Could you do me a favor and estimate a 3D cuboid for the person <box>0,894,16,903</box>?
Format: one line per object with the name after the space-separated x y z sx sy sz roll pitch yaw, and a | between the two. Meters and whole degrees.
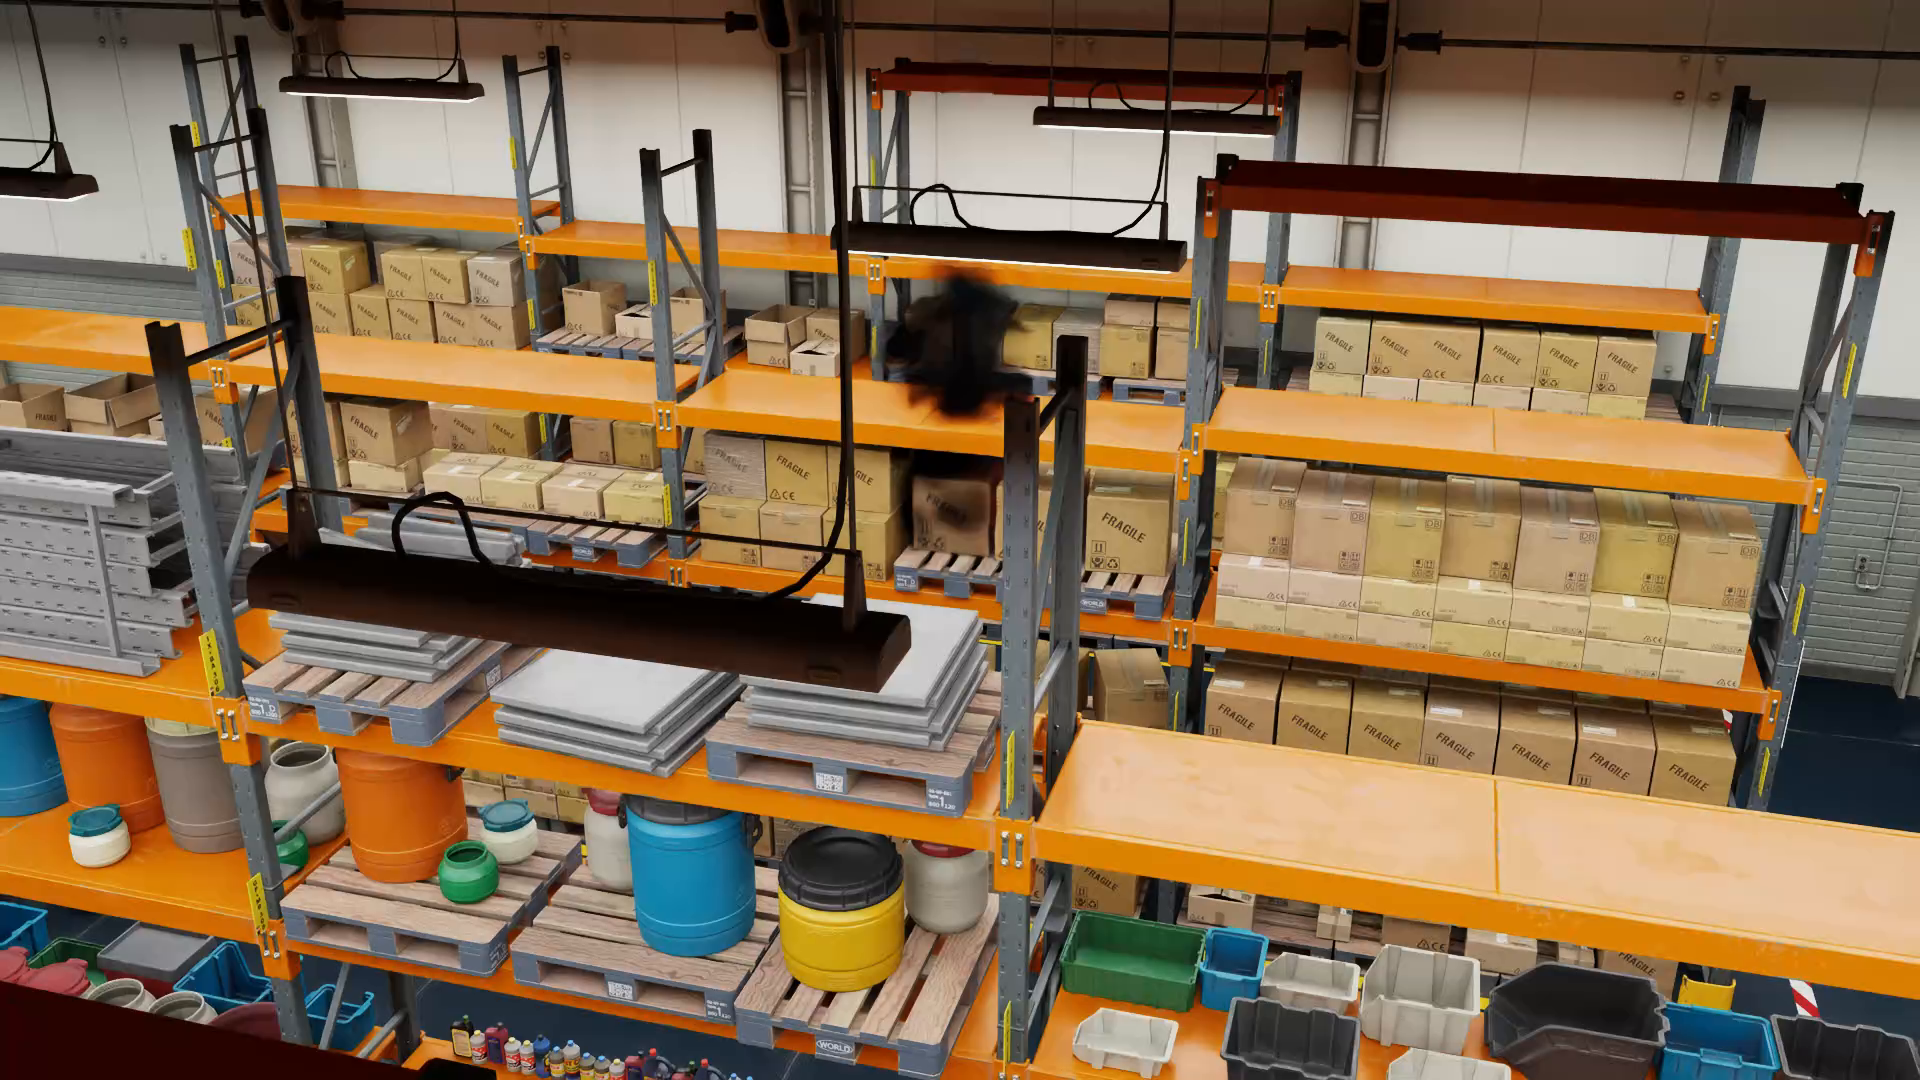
-7.476 2.222 13.156 0.828 1.777 0.658 1 23 3 | person
